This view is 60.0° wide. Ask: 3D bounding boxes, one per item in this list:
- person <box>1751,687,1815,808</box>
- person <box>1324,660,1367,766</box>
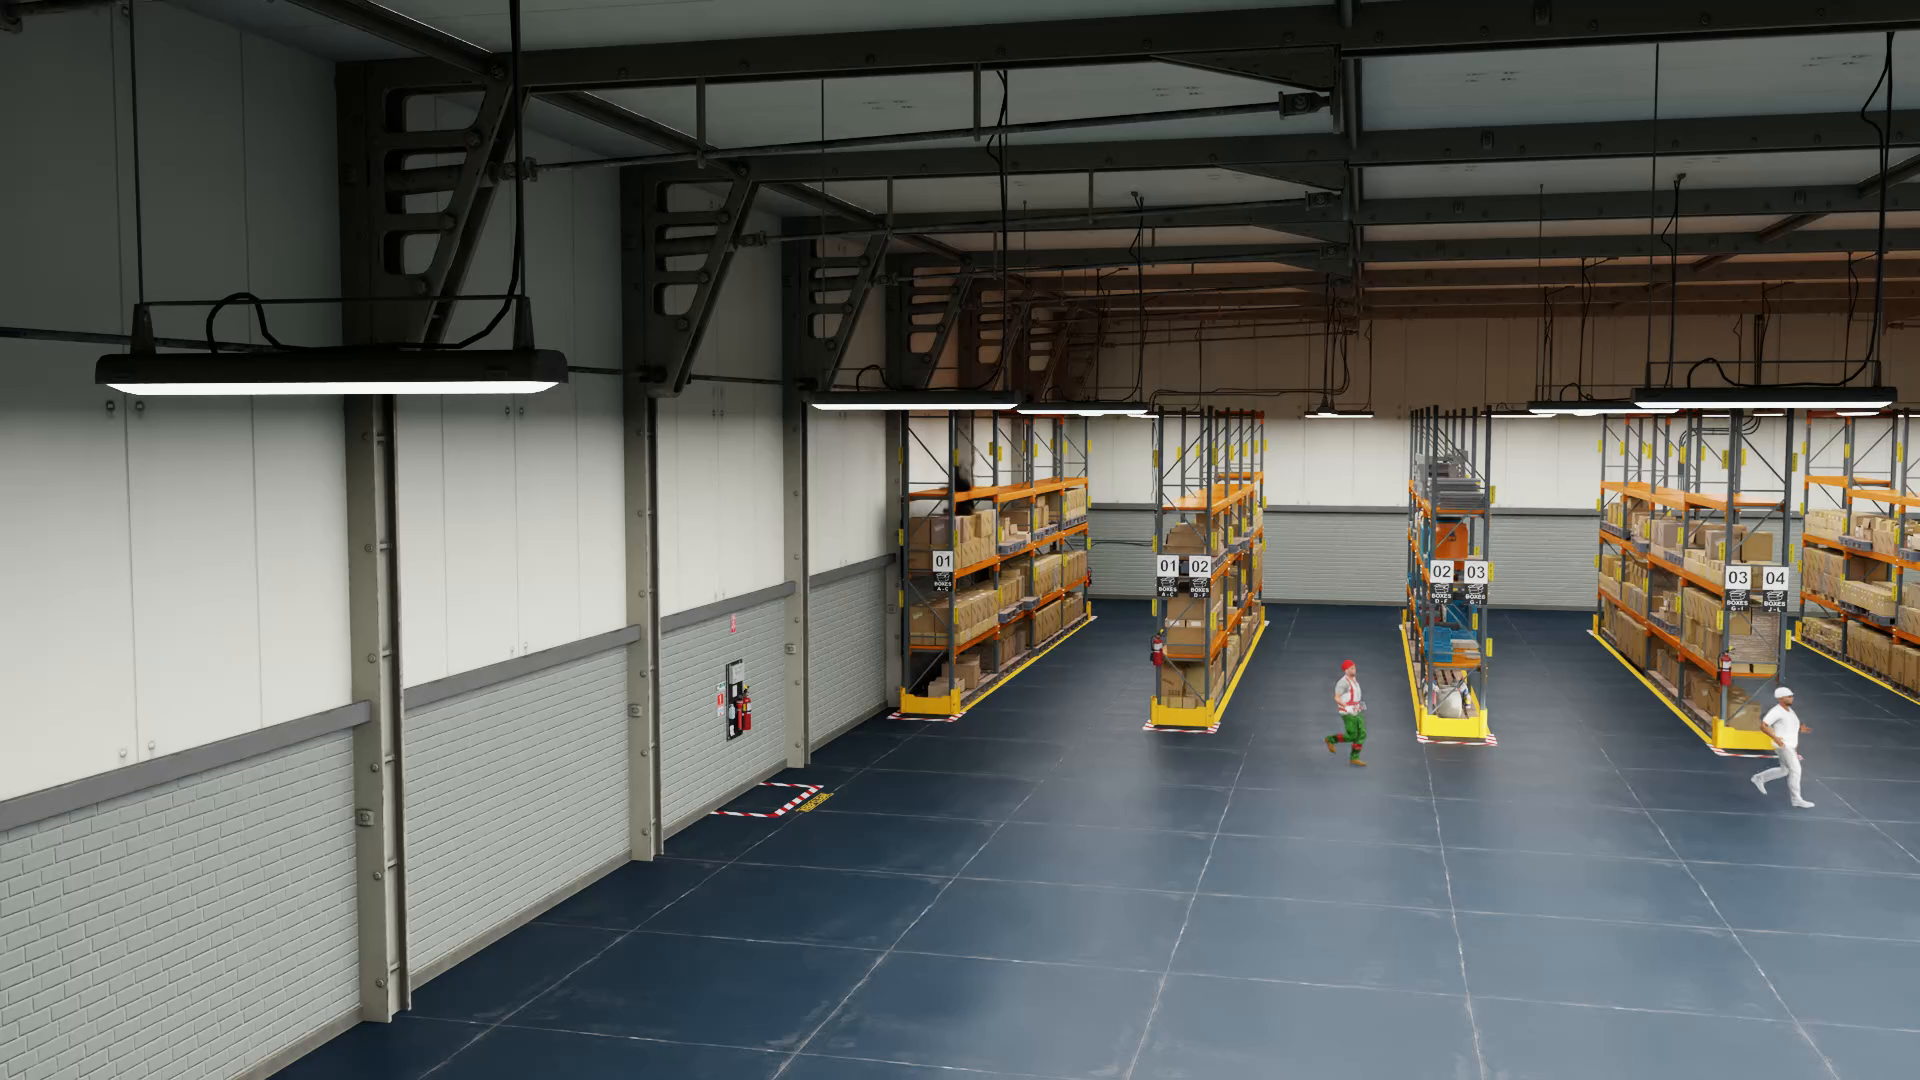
[{"bbox_3d":[12.266,3.065,24.772,0.933,1.747,0.713,4,6,43],"label":"person"},{"bbox_3d":[6.477,2.870,27.758,0.731,1.748,0.667,3,5,39],"label":"person"}]
